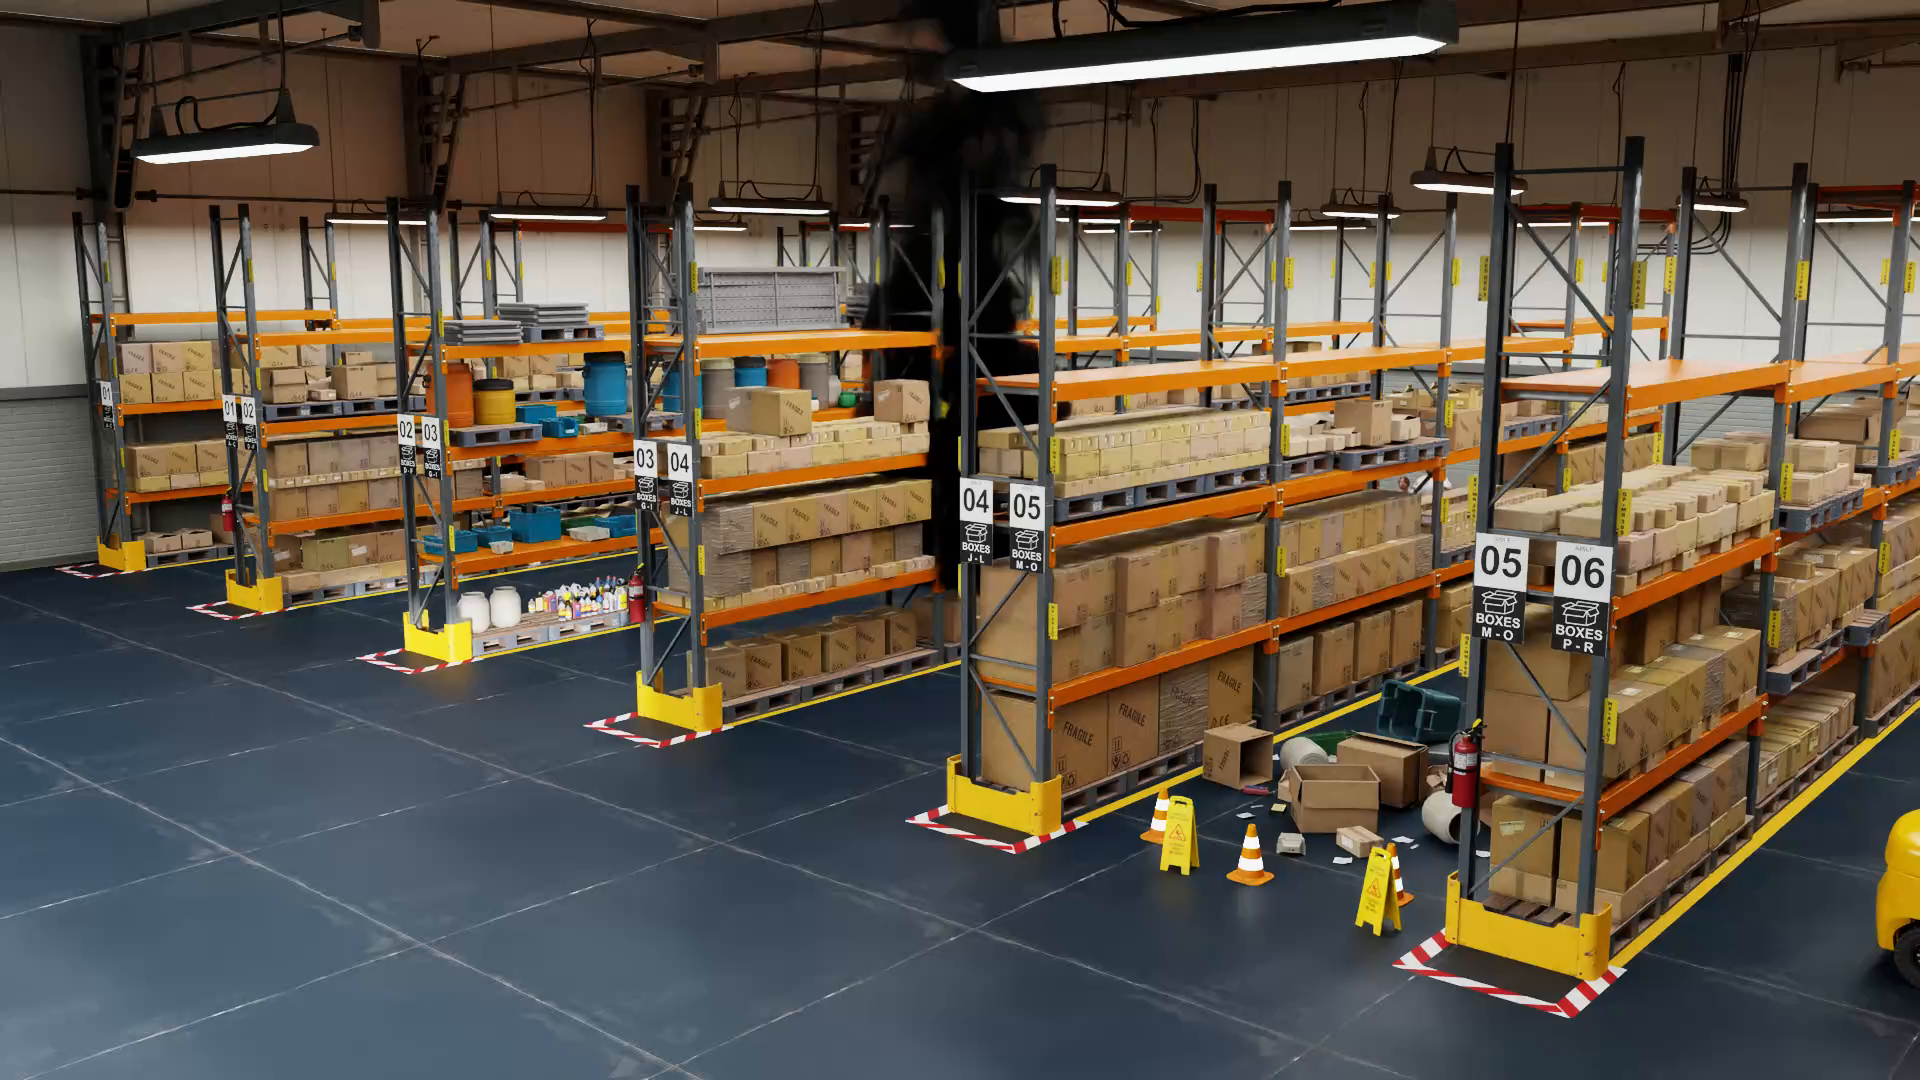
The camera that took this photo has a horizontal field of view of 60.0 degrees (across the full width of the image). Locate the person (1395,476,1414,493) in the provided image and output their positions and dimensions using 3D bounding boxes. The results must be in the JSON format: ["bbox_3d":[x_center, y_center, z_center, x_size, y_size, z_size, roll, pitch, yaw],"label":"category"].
[{"bbox_3d":[7.599,-0.322,28.449,0.573,1.556,0.501,6,11,32],"label":"person"}]

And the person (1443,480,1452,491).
[{"bbox_3d":[7.655,-0.079,26.403,0.821,1.780,0.667,-9,13,-42],"label":"person"}]

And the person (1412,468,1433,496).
[{"bbox_3d":[8.374,-0.559,29.589,0.647,1.726,0.711,2,10,9],"label":"person"}]
